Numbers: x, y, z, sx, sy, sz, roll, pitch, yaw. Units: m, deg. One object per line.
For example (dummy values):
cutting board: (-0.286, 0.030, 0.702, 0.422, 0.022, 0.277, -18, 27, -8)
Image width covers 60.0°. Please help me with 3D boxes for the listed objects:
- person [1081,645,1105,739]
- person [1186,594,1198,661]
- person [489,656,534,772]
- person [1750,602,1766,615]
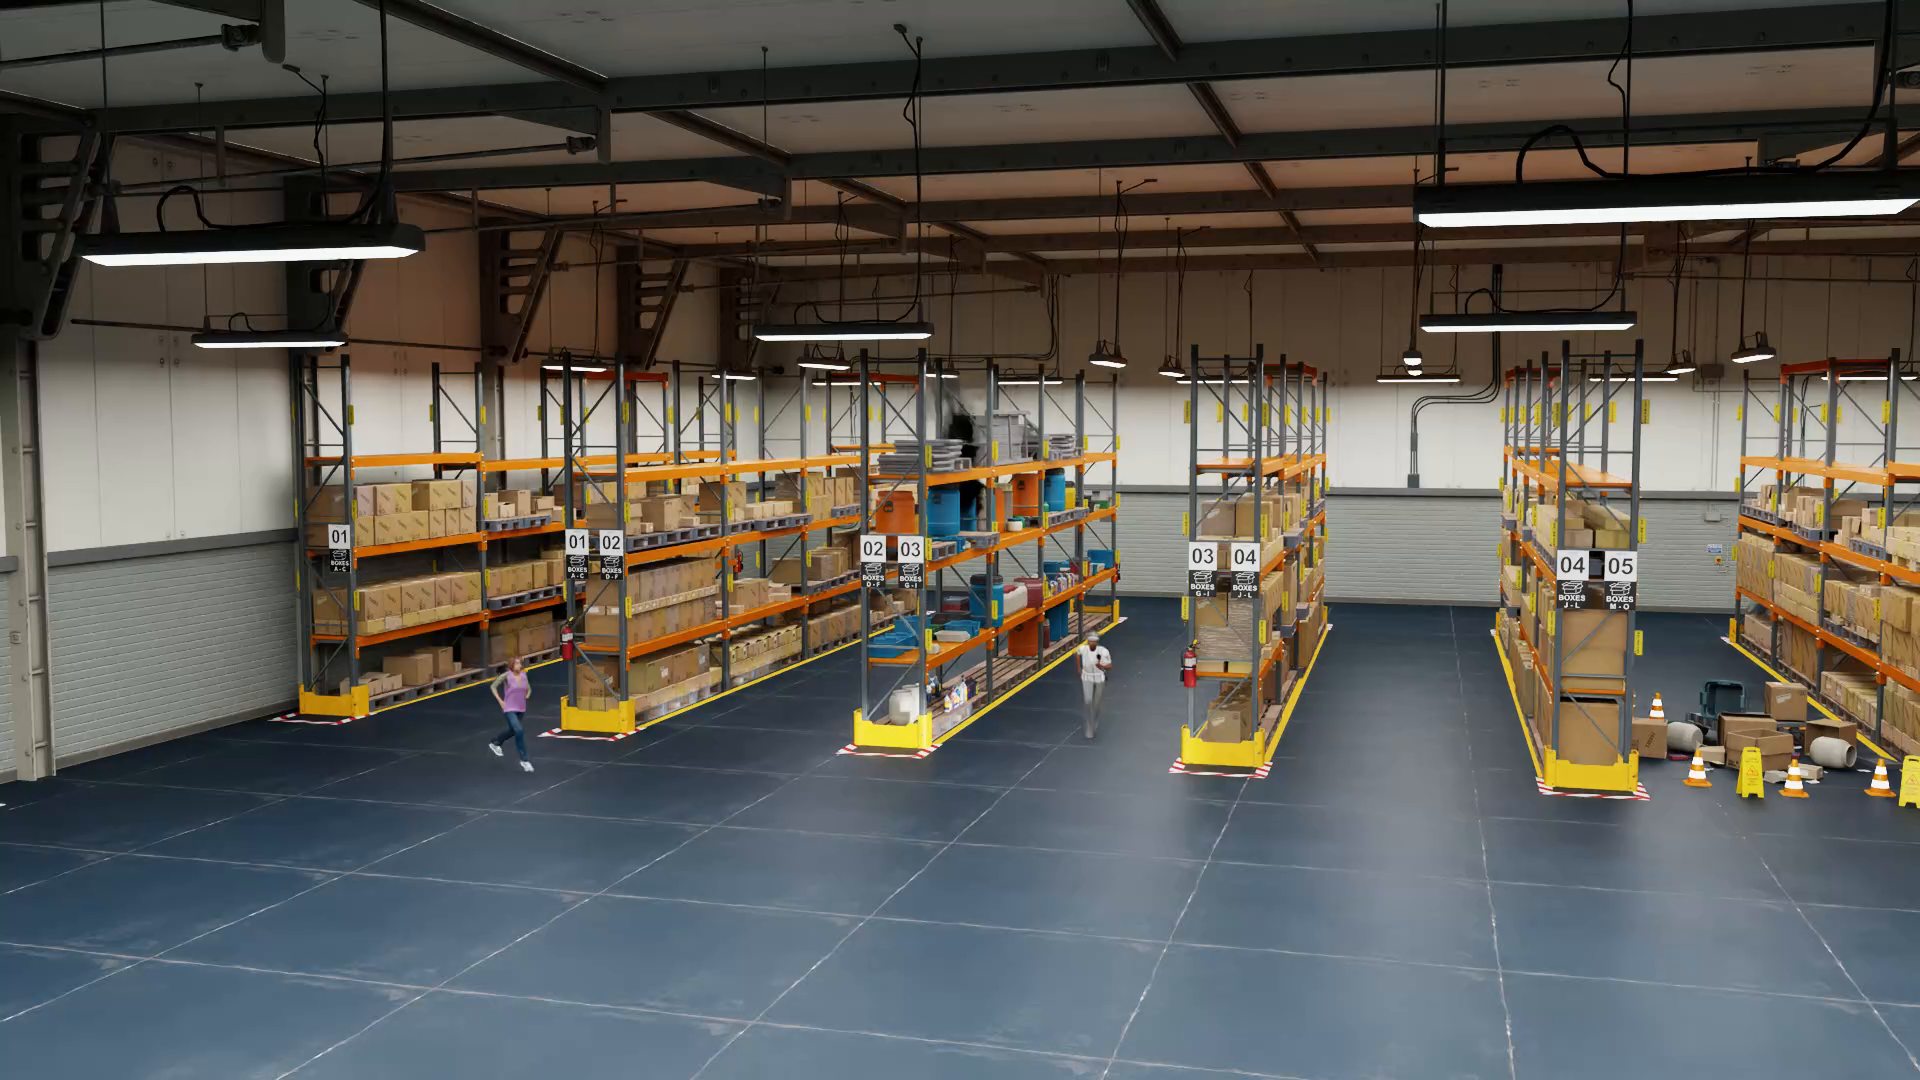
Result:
person: (2.089, 2.346, 26.058, 0.381, 1.460, 0.852, 0, 4, 3)
person: (4.755, 1.672, 33.556, 0.554, 1.633, 0.632, 1, 4, 16)
person: (-6.355, 2.496, 23.632, 0.950, 1.535, 0.506, 3, 5, 33)
person: (18.171, 1.285, 37.653, 0.634, 1.666, 0.699, 1, 4, 14)
